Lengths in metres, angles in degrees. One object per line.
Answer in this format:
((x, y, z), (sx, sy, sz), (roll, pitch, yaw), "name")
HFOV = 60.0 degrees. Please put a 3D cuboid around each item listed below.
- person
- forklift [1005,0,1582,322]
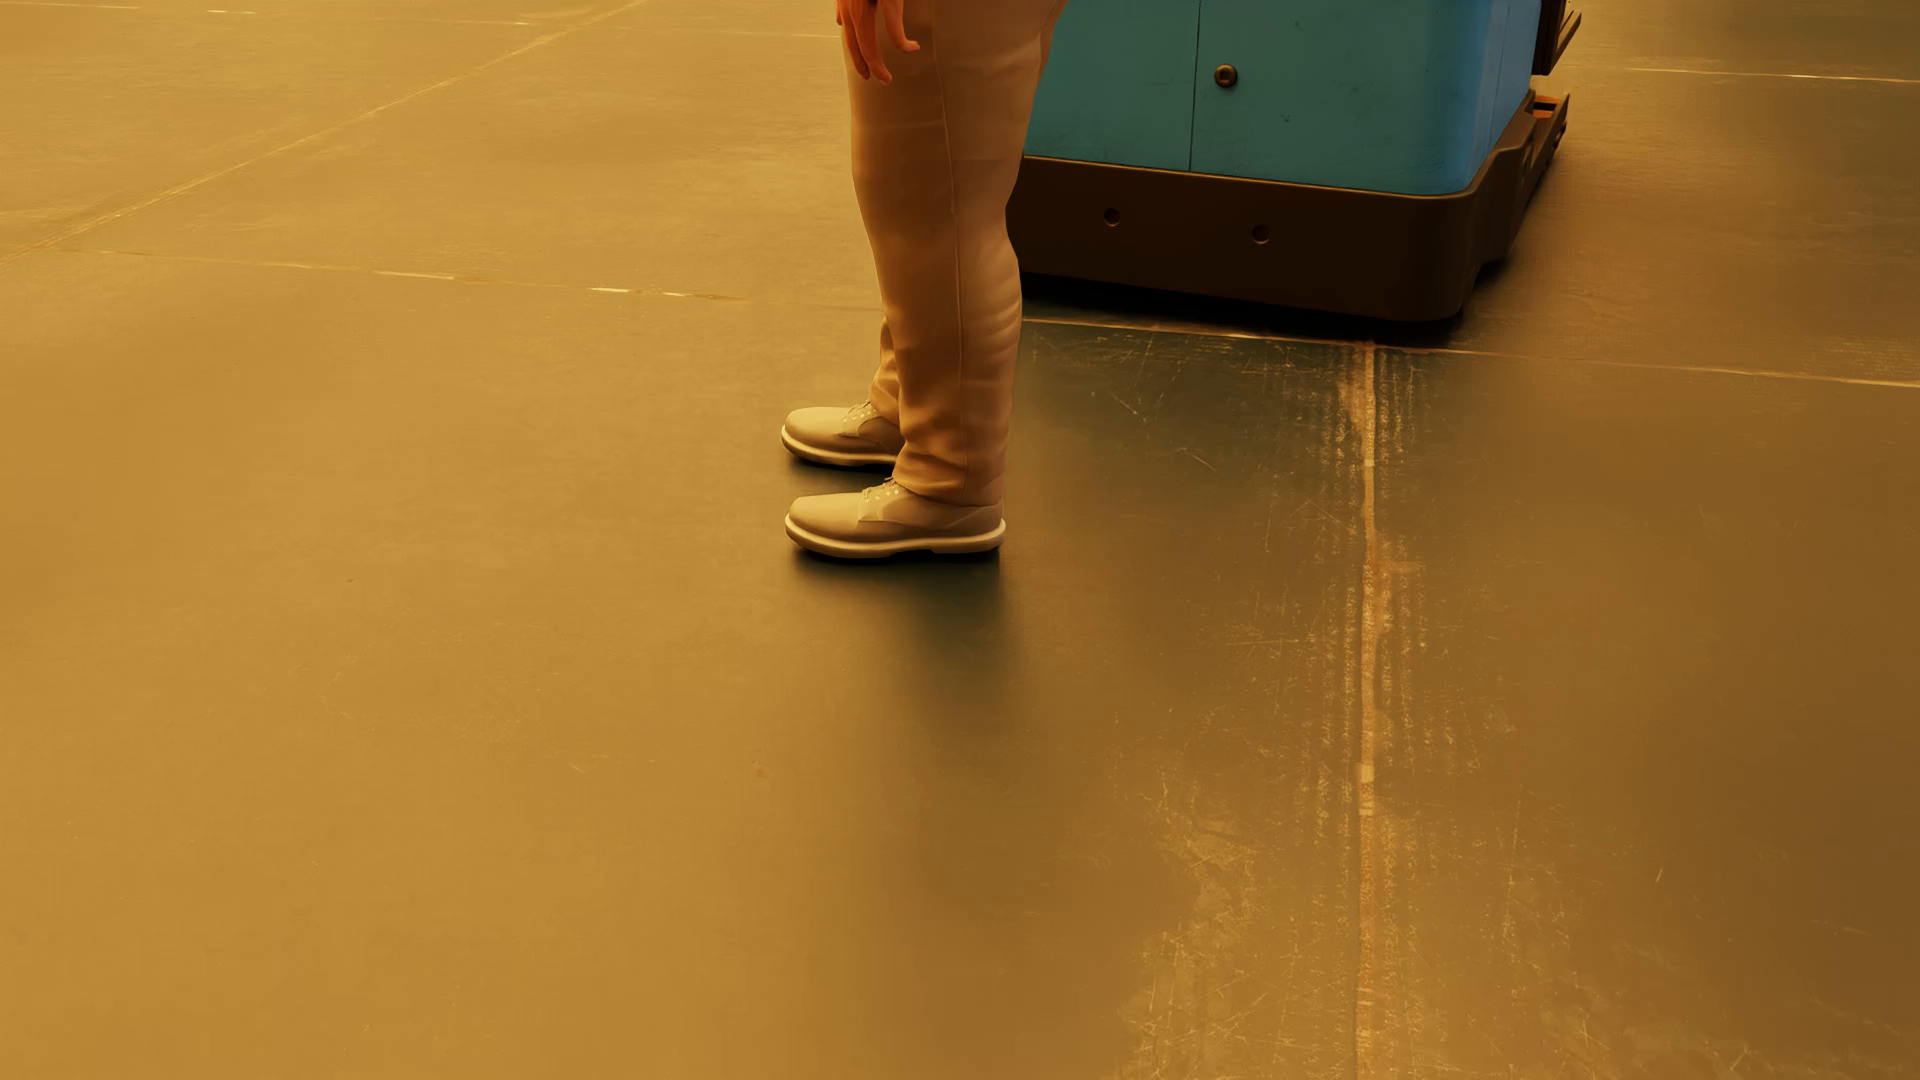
((-0.085, -0.793, 2.135), (0.550, 1.728, 0.641), (6, 27, 11), "person")
((1.044, -2.363, 3.929), (1.130, 2.935, 3.031), (11, 29, 21), "forklift")
